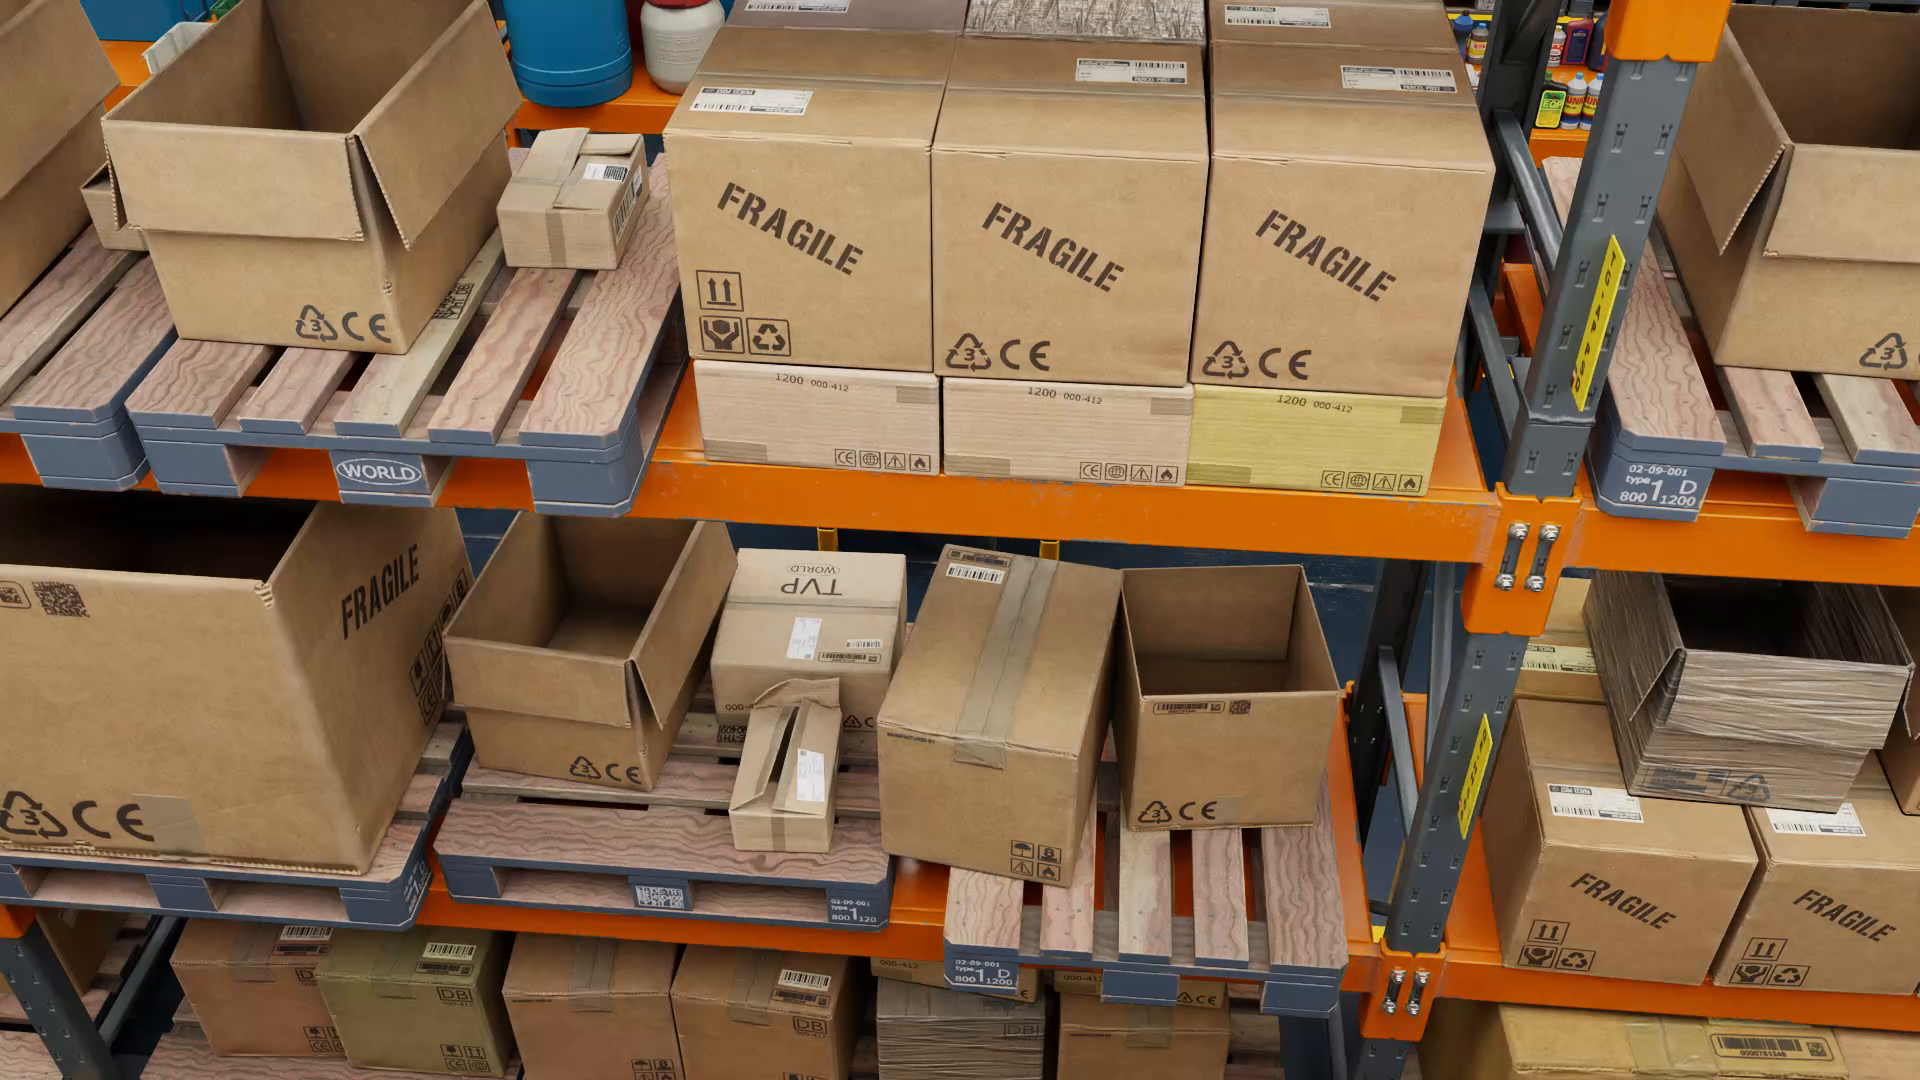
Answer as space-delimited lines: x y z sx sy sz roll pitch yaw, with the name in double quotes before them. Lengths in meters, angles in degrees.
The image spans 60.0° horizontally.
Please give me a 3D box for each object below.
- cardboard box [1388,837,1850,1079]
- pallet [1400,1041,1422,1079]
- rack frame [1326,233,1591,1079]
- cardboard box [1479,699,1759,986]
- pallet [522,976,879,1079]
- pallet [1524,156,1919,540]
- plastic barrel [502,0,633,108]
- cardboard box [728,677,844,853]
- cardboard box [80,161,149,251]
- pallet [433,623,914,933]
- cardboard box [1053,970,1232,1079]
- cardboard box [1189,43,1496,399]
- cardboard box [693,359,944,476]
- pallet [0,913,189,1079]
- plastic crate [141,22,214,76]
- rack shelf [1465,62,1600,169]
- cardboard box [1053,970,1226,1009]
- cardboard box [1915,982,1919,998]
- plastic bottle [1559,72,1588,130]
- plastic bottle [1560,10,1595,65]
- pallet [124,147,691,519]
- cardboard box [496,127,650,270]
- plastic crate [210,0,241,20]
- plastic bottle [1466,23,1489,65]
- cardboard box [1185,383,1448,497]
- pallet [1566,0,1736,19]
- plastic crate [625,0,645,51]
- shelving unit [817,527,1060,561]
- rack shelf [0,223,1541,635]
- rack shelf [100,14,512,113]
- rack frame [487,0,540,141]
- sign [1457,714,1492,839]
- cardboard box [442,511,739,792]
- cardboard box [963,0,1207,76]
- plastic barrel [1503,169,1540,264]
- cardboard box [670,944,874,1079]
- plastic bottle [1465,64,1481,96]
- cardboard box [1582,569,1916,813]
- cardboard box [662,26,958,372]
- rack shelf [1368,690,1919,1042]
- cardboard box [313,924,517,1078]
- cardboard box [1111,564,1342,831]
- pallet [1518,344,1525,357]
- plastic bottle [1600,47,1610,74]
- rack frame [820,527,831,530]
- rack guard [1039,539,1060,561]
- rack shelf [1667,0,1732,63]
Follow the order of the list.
"cardboard box" 1.912 1.336 5.083 0.875 0.875 1.225 1 39 2
"pallet" 2.005 1.796 5.376 1.213 0.211 1.003 3 39 4
"rack frame" 1.226 0.624 4.607 0.127 3.000 1.000 3 39 4
"cardboard box" 1.687 0.783 4.333 0.500 0.500 0.500 4 39 5
"pallet" -0.764 1.594 5.624 1.213 0.211 1.003 3 39 4
"pallet" 1.872 -0.464 3.718 1.003 0.211 1.213 5 39 6
"plastic barrel" -1.973 -2.692 8.284 0.708 0.901 0.600 3 39 4
"cardboard box" -0.458 0.592 4.420 0.258 0.266 0.396 2 39 3
"cardboard box" -1.814 -0.880 3.852 0.258 0.266 0.396 4 39 5
"pallet" -0.749 0.616 4.768 1.213 0.211 1.003 3 39 4
"cardboard box" 0.557 1.399 5.287 0.500 0.500 0.700 1 39 1
"cardboard box" 0.729 -0.641 3.309 0.500 0.500 0.500 4 39 5
"cardboard box" -0.264 -0.400 3.608 0.500 0.250 0.500 4 39 5
"pallet" -3.431 1.473 5.773 1.213 0.211 1.003 3 39 4
"plastic crate" -3.971 -2.536 8.698 0.437 0.136 0.530 3 39 4
"rack shelf" 3.646 -2.103 8.527 4.000 0.370 1.077 3 39 4
"cardboard box" 0.556 1.114 5.042 0.500 0.250 0.500 5 39 6
"cardboard box" 2.712 0.835 4.268 0.500 0.500 0.500 2 39 3
"plastic bottle" 2.994 -2.146 8.112 0.097 0.271 0.097 0 39 0
"plastic bottle" 3.232 -2.630 8.697 0.133 0.283 0.061 3 39 4
"pallet" -1.119 -0.529 3.796 1.003 0.211 1.213 3 39 4
"cardboard box" -0.882 -0.790 3.821 0.250 0.166 0.380 2 39 3
"plastic crate" -3.659 -2.878 9.078 0.662 0.188 0.450 3 39 4
"plastic bottle" 2.728 -2.614 8.743 0.097 0.201 0.097 0 39 0
"cardboard box" 0.732 -0.353 3.550 0.500 0.250 0.500 3 39 4
"pallet" 5.256 -4.327 12.899 1.213 0.211 1.003 3 39 4
"plastic crate" -1.823 -2.900 8.886 0.583 0.464 0.402 3 39 4
"shelving unit" -0.076 -0.586 7.282 1.083 1.500 0.587 3 39 4
"rack shelf" -0.766 -0.369 4.021 4.000 0.370 1.077 3 39 4
"rack shelf" -4.324 -2.539 9.063 4.000 0.370 1.077 3 39 4
"rack frame" -2.331 -2.709 8.702 0.127 3.000 1.000 3 39 4
"sign" 1.189 0.548 3.847 0.005 0.325 0.100 3 39 4
"cardboard box" -1.024 0.240 4.665 0.637 0.503 0.797 7 40 8
"cardboard box" 0.275 -0.989 3.738 0.500 0.500 0.500 3 39 4
"plastic barrel" 3.268 -1.641 8.968 0.708 0.588 0.600 3 39 4
"cardboard box" -0.562 1.350 5.347 0.500 0.500 0.700 6 40 8
"plastic bottle" 2.518 -2.191 8.164 0.135 0.276 0.152 3 39 4
"cardboard box" 1.953 0.246 4.197 0.637 0.503 0.797 4 39 5
"cardboard box" -0.274 -0.698 3.380 0.500 0.500 0.500 4 39 5
"rack shelf" 3.219 1.012 4.700 4.000 0.370 1.077 3 39 4
"cardboard box" -1.675 1.290 5.421 0.500 0.500 0.700 3 39 4
"cardboard box" 0.685 0.418 4.448 0.500 0.500 0.500 -1 39 -2
"pallet" 3.655 -1.325 9.210 1.213 0.211 1.003 3 39 4
"plastic bottle" 3.404 -2.529 8.573 0.133 0.283 0.061 3 39 4
"rack frame" -0.591 -0.614 7.316 0.032 1.500 0.500 3 39 4
"rack guard" 0.420 -0.074 7.643 0.087 0.250 0.587 3 39 4
"rack shelf" 3.219 -1.160 2.933 4.000 0.370 1.077 3 39 4
